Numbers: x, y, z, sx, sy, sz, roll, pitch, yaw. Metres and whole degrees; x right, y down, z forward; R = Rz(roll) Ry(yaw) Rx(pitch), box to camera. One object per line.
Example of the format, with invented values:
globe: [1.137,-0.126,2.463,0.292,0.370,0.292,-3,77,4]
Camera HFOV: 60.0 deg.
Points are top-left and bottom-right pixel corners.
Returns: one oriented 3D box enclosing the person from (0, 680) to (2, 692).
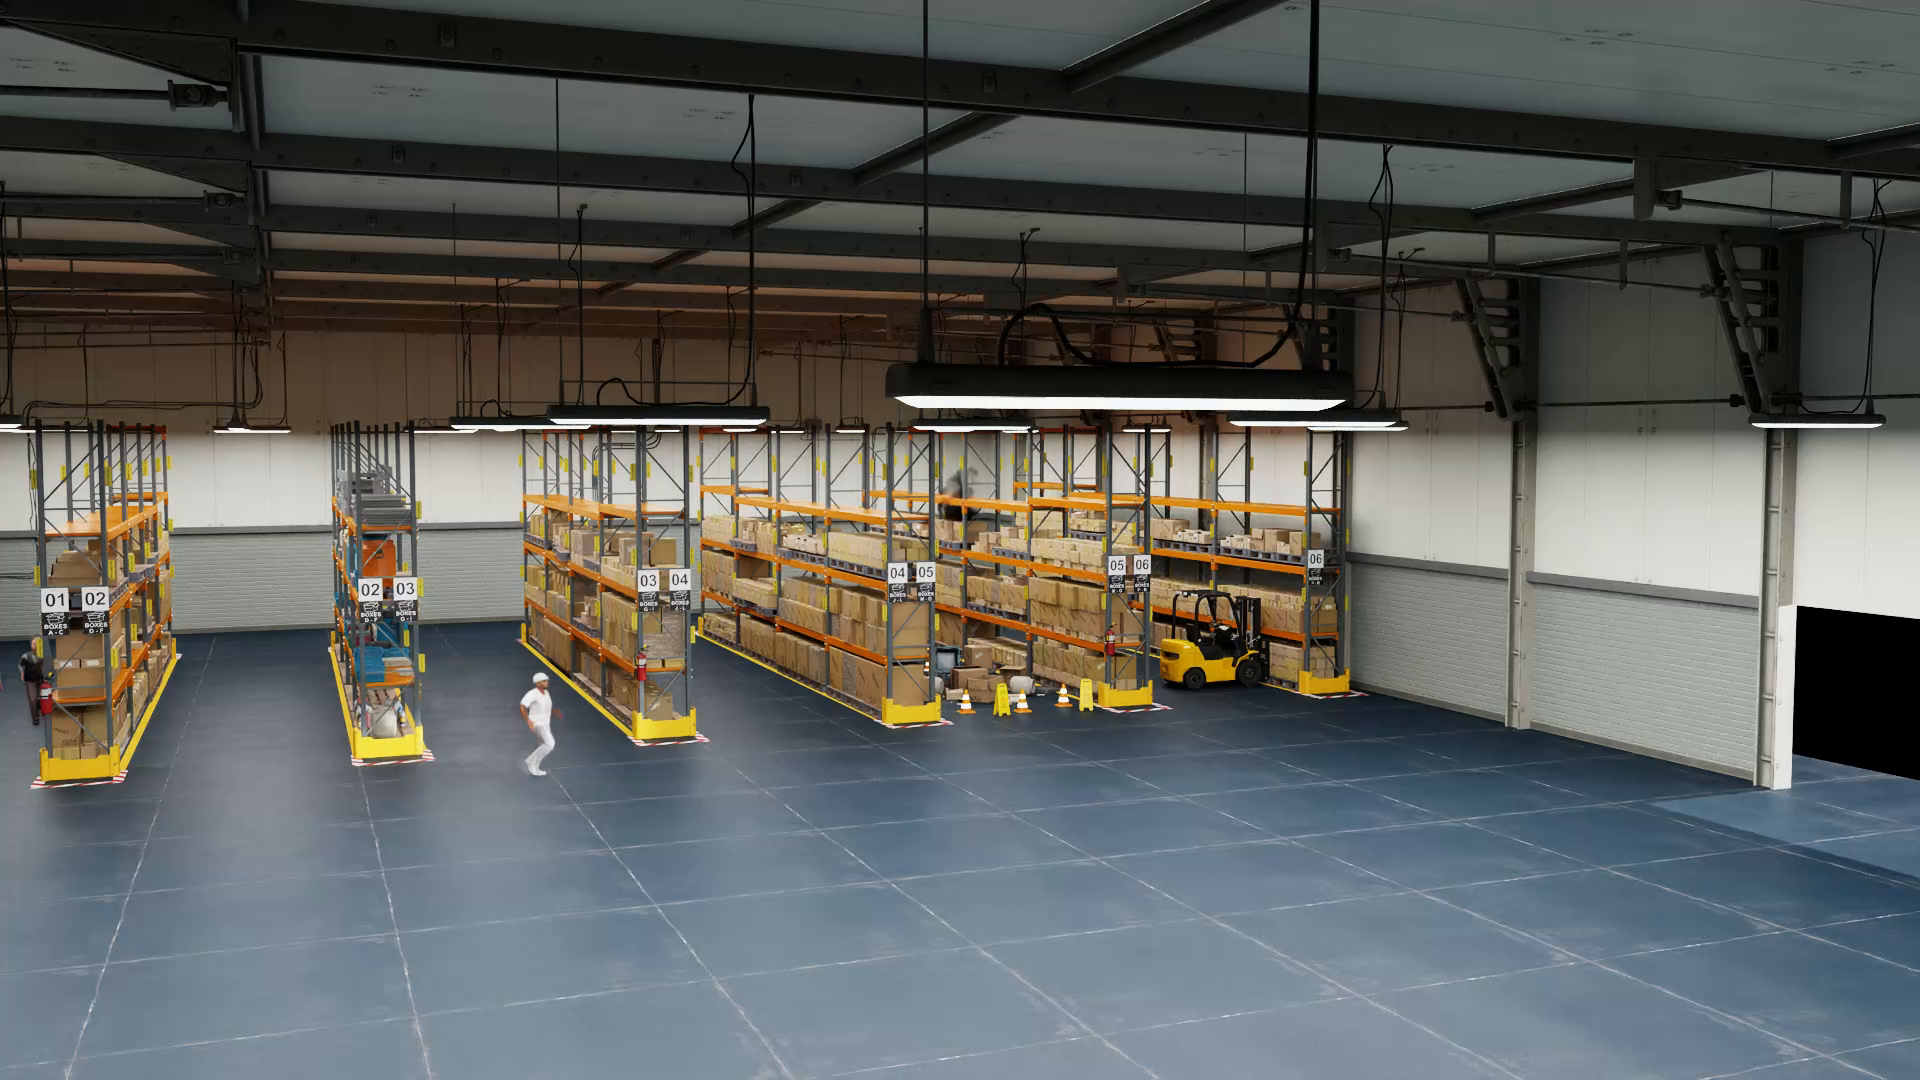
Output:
person: [-17.704,2.971,30.088,0.659,1.742,0.708,-2,4,-29]

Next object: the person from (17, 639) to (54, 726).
person: [-18.347,2.815,33.040,0.668,1.689,0.803,-2,4,-27]

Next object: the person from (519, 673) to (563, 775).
person: [-7.021,3.099,28.021,0.574,1.729,0.706,0,4,7]
